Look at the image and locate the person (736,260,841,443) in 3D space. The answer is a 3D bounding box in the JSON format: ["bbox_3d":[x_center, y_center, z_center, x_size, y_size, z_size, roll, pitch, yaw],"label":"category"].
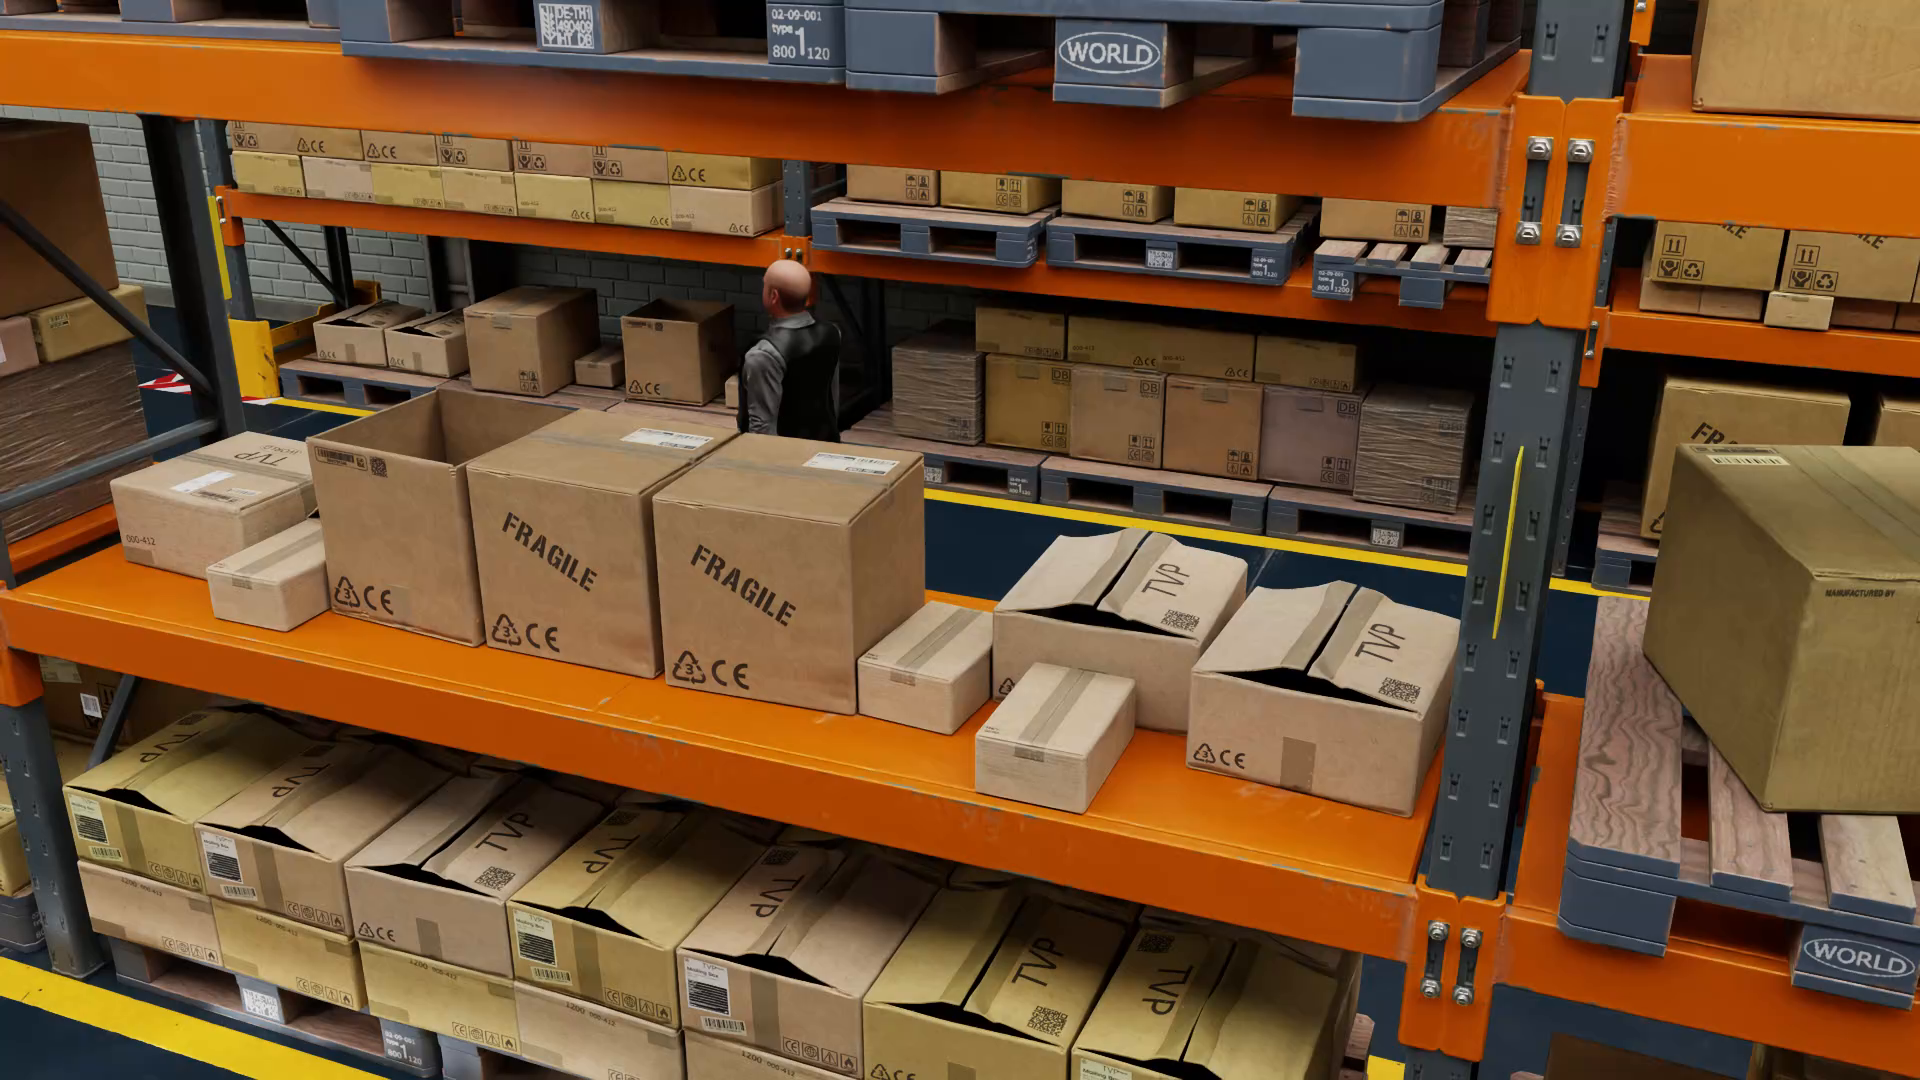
[{"bbox_3d":[-0.794,-0.347,6.949,0.749,1.708,0.553,18,29,38],"label":"person"}]
